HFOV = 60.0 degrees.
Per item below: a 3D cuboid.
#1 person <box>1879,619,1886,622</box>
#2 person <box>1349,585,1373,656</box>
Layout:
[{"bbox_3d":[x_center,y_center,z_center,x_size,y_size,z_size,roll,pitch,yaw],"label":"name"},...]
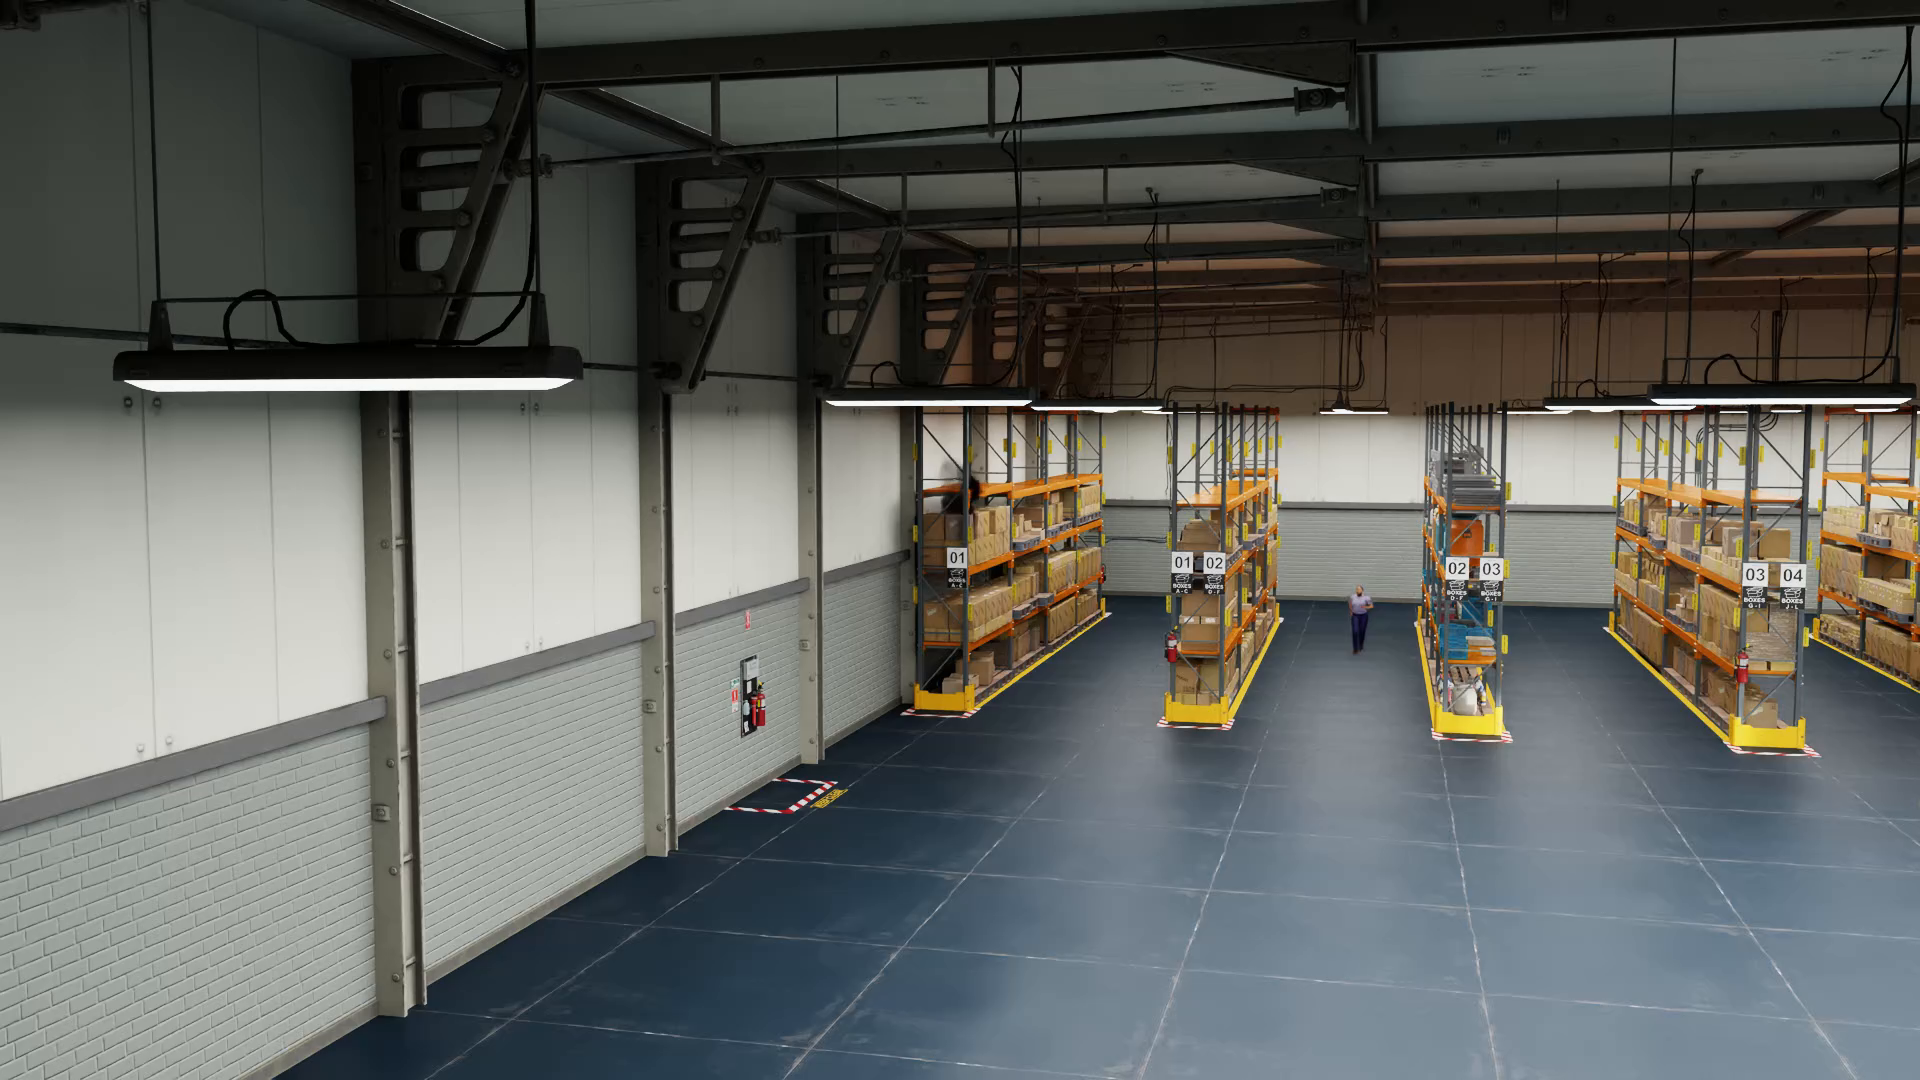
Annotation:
[{"bbox_3d":[24.728,1.588,44.198,0.780,1.748,0.663,0,4,-5],"label":"person"},{"bbox_3d":[9.719,1.936,40.309,0.581,1.702,0.814,1,4,16],"label":"person"}]
